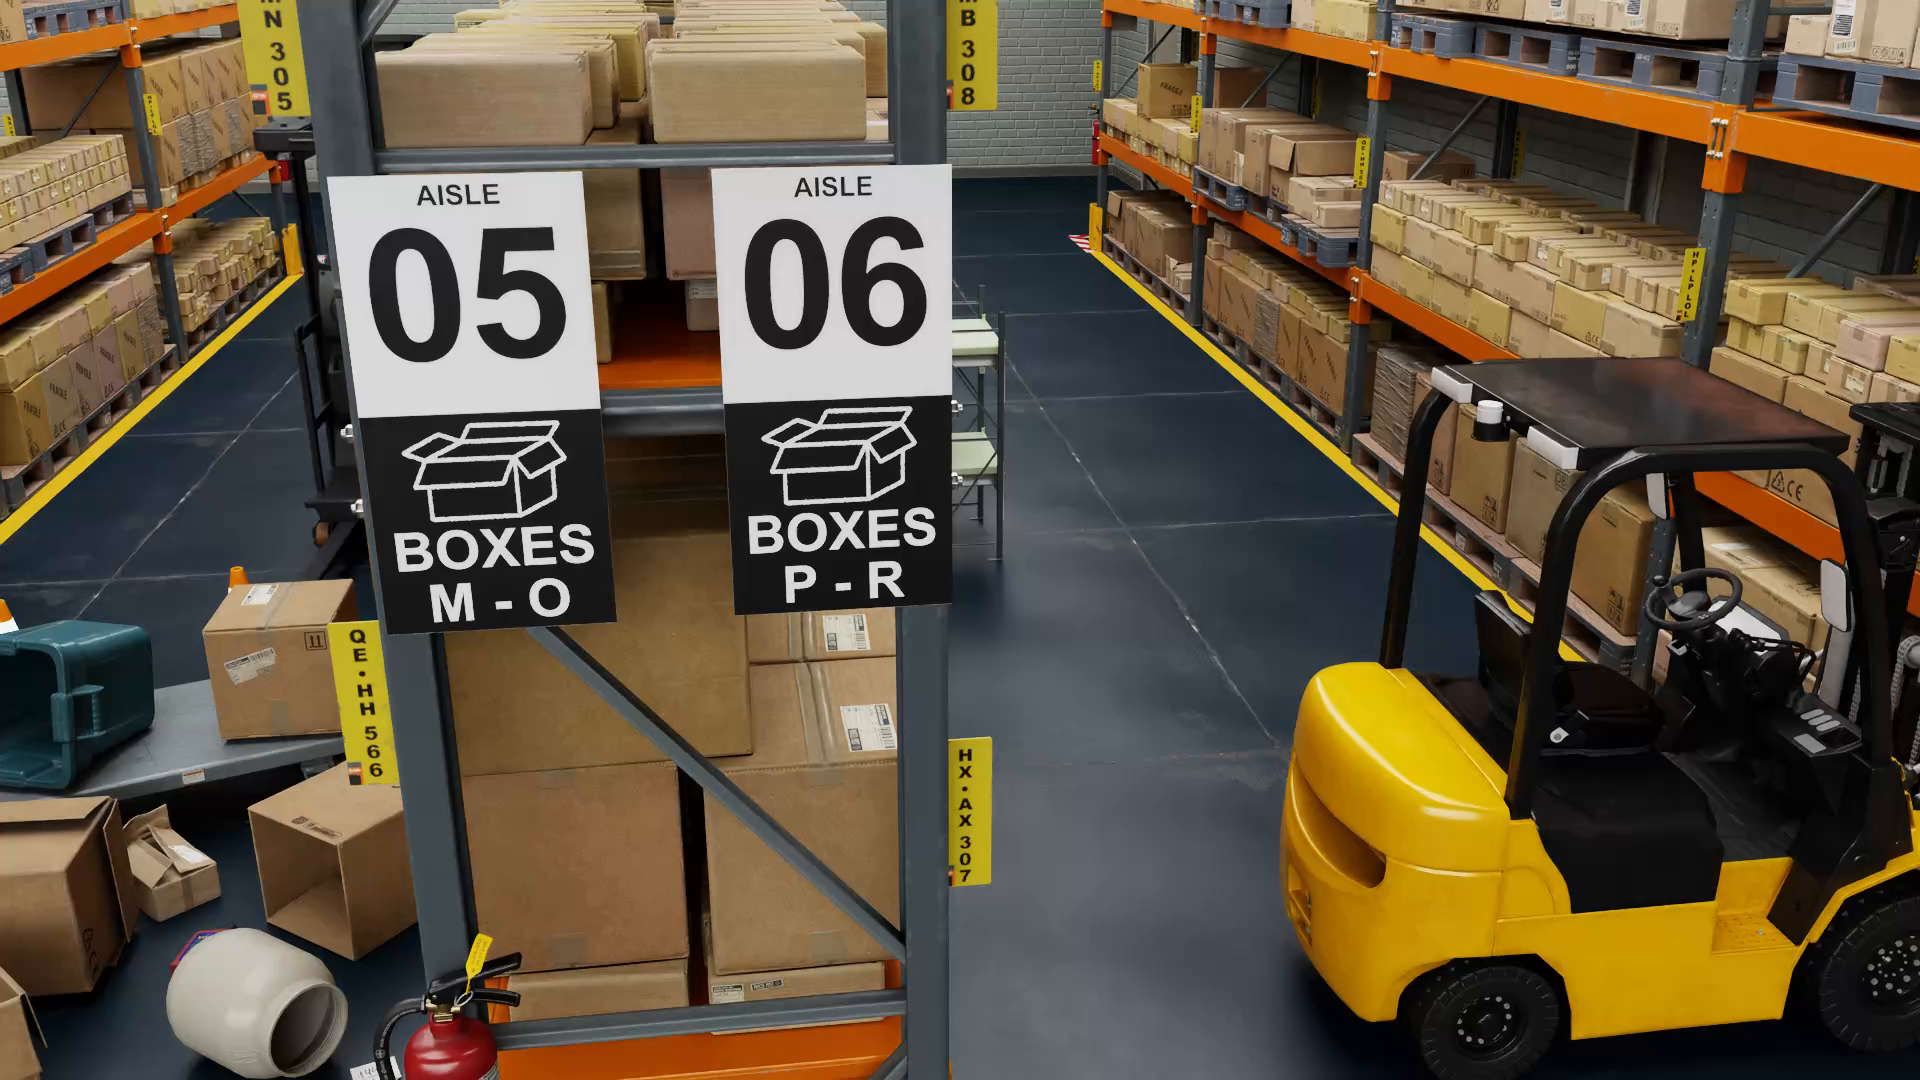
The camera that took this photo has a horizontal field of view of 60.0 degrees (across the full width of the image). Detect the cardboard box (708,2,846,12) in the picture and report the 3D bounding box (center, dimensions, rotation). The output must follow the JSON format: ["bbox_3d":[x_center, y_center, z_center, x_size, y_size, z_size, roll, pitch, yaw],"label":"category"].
[{"bbox_3d":[-0.522,-1.447,4.735,0.380,0.149,0.250,-3,21,-7],"label":"cardboard box"}]

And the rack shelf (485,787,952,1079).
[{"bbox_3d":[-0.813,0.613,5.316,1.077,0.370,4.000,-3,21,-8],"label":"rack shelf"}]

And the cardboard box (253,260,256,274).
[{"bbox_3d":[-7.294,-2.712,16.664,0.380,0.149,0.250,-3,21,-7],"label":"cardboard box"}]

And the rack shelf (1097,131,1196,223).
[{"bbox_3d":[2.368,-3.794,17.114,1.077,0.370,4.000,-3,21,-8],"label":"rack shelf"}]

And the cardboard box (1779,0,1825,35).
[{"bbox_3d":[3.882,-2.503,7.960,0.380,0.149,0.250,-3,21,-8],"label":"cardboard box"}]

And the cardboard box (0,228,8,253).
[{"bbox_3d":[-6.504,-1.947,10.902,0.380,0.149,0.250,-2,21,-5],"label":"cardboard box"}]

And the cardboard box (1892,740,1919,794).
[{"bbox_3d":[3.782,0.896,6.146,0.500,0.250,0.500,-3,21,-8],"label":"cardboard box"}]

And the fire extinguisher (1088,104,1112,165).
[{"bbox_3d":[1.602,-4.640,18.995,0.296,0.674,0.183,-3,21,-8],"label":"fire extinguisher"}]

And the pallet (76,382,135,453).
[{"bbox_3d":[-6.845,-0.903,12.331,1.003,0.211,1.213,-3,21,-8],"label":"pallet"}]

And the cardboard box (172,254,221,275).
[{"bbox_3d":[-7.065,-2.536,15.344,0.380,0.149,0.250,-2,21,-7],"label":"cardboard box"}]

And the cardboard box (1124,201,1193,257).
[{"bbox_3d":[2.159,-3.334,17.829,0.700,0.500,0.500,-2,21,-6],"label":"cardboard box"}]

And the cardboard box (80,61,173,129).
[{"bbox_3d":[-6.962,-3.725,13.905,0.500,0.500,0.500,-2,21,-6],"label":"cardboard box"}]

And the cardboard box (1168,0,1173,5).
[{"bbox_3d":[2.210,-5.193,15.904,0.380,0.149,0.250,-2,21,-6],"label":"cardboard box"}]

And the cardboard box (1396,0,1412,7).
[{"bbox_3d":[2.983,-3.456,10.487,0.380,0.166,0.250,-3,21,-8],"label":"cardboard box"}]

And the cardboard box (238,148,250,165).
[{"bbox_3d":[-7.279,-3.809,16.487,0.380,0.149,0.250,-2,21,-6],"label":"cardboard box"}]

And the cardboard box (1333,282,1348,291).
[{"bbox_3d":[3.227,-2.024,13.394,0.380,0.149,0.250,-3,21,-7],"label":"cardboard box"}]

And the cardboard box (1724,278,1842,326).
[{"bbox_3d":[3.562,-1.033,7.200,0.380,0.149,0.250,-2,21,-7],"label":"cardboard box"}]

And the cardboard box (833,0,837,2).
[{"bbox_3d":[-0.789,-2.171,7.068,0.500,0.250,0.500,-3,21,-9],"label":"cardboard box"}]

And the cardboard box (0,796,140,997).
[{"bbox_3d":[-3.426,1.270,5.902,0.797,0.637,0.503,-3,21,-8],"label":"cardboard box"}]

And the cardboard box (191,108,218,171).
[{"bbox_3d":[-7.076,-3.619,15.052,0.500,0.500,0.500,-3,21,-9],"label":"cardboard box"}]

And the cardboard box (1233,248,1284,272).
[{"bbox_3d":[2.610,-2.450,14.534,0.380,0.149,0.250,-4,21,-11],"label":"cardboard box"}]

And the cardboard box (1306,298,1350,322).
[{"bbox_3d":[2.847,-1.727,12.599,0.380,0.149,0.250,-4,21,-10],"label":"cardboard box"}]

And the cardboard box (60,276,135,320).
[{"bbox_3d":[-6.720,-1.855,12.797,0.500,0.250,0.500,-2,21,-5],"label":"cardboard box"}]

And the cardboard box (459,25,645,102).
[{"bbox_3d":[-0.905,-1.064,3.710,0.380,0.149,0.250,-3,21,-7],"label":"cardboard box"}]

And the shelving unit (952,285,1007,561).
[{"bbox_3d":[0.001,-0.700,9.948,0.431,1.500,0.755,-3,21,-8],"label":"shelving unit"}]

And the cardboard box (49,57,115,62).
[{"bbox_3d":[-7.553,-3.884,14.332,0.500,0.500,0.500,-4,21,-9],"label":"cardboard box"}]

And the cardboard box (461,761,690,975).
[{"bbox_3d":[-0.876,0.608,3.733,0.500,0.500,0.500,-3,21,-9],"label":"cardboard box"}]

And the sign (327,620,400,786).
[{"bbox_3d":[-1.077,0.299,3.022,0.100,0.325,0.005,-3,21,-8],"label":"sign"}]

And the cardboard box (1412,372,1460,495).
[{"bbox_3d":[3.412,-0.695,10.584,0.875,0.625,0.625,-2,21,-6],"label":"cardboard box"}]

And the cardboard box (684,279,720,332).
[{"bbox_3d":[-0.378,-0.537,3.438,0.380,0.149,0.250,-4,21,-9],"label":"cardboard box"}]

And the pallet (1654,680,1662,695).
[{"bbox_3d":[3.883,0.915,7.463,1.003,0.211,1.213,-3,21,-8],"label":"pallet"}]

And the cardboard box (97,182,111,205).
[{"bbox_3d":[-6.813,-2.677,12.856,0.380,0.149,0.250,-3,21,-8],"label":"cardboard box"}]

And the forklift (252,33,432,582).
[{"bbox_3d":[-3.377,-1.445,9.896,1.130,2.935,3.031,-2,21,-6],"label":"forklift"}]

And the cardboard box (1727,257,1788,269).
[{"bbox_3d":[3.950,-1.334,8.430,0.380,0.149,0.250,-3,21,-8],"label":"cardboard box"}]

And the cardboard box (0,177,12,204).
[{"bbox_3d":[-6.547,-2.314,11.034,0.380,0.149,0.250,-4,21,-10],"label":"cardboard box"}]

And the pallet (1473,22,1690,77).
[{"bbox_3d":[3.584,-2.752,9.281,1.003,0.211,1.213,-2,21,-5],"label":"pallet"}]

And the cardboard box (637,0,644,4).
[{"bbox_3d":[-1.313,-1.864,5.851,0.380,0.149,0.250,-2,21,-6],"label":"cardboard box"}]

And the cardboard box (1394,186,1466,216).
[{"bbox_3d":[3.028,-2.186,10.713,0.380,0.149,0.250,-2,21,-7],"label":"cardboard box"}]

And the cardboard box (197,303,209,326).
[{"bbox_3d":[-6.911,-1.997,14.751,0.380,0.149,0.250,-2,21,-6],"label":"cardboard box"}]

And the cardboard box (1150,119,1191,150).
[{"bbox_3d":[2.196,-4.017,16.474,0.500,0.250,0.500,-3,21,-8],"label":"cardboard box"}]

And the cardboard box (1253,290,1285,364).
[{"bbox_3d":[2.727,-1.748,13.582,0.500,0.500,0.500,-4,21,-10],"label":"cardboard box"}]

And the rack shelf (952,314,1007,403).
[{"bbox_3d":[0.001,-1.066,9.811,0.431,0.370,0.720,-3,21,-8],"label":"rack shelf"}]

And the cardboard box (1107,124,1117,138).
[{"bbox_3d":[1.856,-4.578,18.545,0.380,0.149,0.250,-3,21,-8],"label":"cardboard box"}]

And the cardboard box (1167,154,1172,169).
[{"bbox_3d":[2.229,-3.688,16.163,0.380,0.149,0.250,-2,21,-6],"label":"cardboard box"}]

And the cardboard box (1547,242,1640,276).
[{"bbox_3d":[3.358,-1.480,8.822,0.380,0.149,0.250,-3,21,-9],"label":"cardboard box"}]

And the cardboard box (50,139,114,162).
[{"bbox_3d":[-6.848,-3.037,12.970,0.380,0.149,0.250,-4,21,-9],"label":"cardboard box"}]

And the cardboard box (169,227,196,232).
[{"bbox_3d":[-7.907,-3.045,16.706,0.380,0.149,0.250,-3,21,-8],"label":"cardboard box"}]

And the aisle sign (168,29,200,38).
[{"bbox_3d":[-8.022,-5.515,16.979,0.394,0.787,0.004,-3,21,-8],"label":"aisle sign"}]

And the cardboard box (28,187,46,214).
[{"bbox_3d":[-6.620,-2.359,11.578,0.380,0.149,0.250,-3,21,-8],"label":"cardboard box"}]

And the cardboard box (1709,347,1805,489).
[{"bbox_3d":[3.616,-0.548,7.254,0.500,0.500,0.500,-3,21,-9],"label":"cardboard box"}]

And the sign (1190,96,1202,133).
[{"bbox_3d":[2.121,-3.814,14.903,0.100,0.325,0.005,-3,21,-8],"label":"sign"}]

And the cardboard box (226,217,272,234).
[{"bbox_3d":[-7.388,-3.256,17.271,0.380,0.149,0.250,-3,21,-7],"label":"cardboard box"}]

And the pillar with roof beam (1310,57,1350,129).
[{"bbox_3d":[-0.812,-6.318,14.271,9.100,9.000,0.400,-3,21,-8],"label":"pillar with roof beam"}]

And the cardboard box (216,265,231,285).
[{"bbox_3d":[-7.096,-2.490,15.646,0.380,0.149,0.250,-3,21,-8],"label":"cardboard box"}]

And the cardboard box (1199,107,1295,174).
[{"bbox_3d":[2.505,-3.503,14.565,0.700,0.500,0.500,-2,21,-6],"label":"cardboard box"}]

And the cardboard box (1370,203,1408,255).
[{"bbox_3d":[3.031,-2.050,10.917,0.500,0.250,0.500,-3,21,-8],"label":"cardboard box"}]

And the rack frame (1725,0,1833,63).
[{"bbox_3d":[3.810,-3.479,6.669,1.000,3.000,0.127,-3,21,-8],"label":"rack frame"}]

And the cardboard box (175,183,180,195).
[{"bbox_3d":[-7.056,-3.074,14.519,0.380,0.149,0.250,-4,21,-10],"label":"cardboard box"}]

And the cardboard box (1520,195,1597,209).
[{"bbox_3d":[3.710,-2.042,10.327,0.380,0.149,0.250,-3,21,-9],"label":"cardboard box"}]
